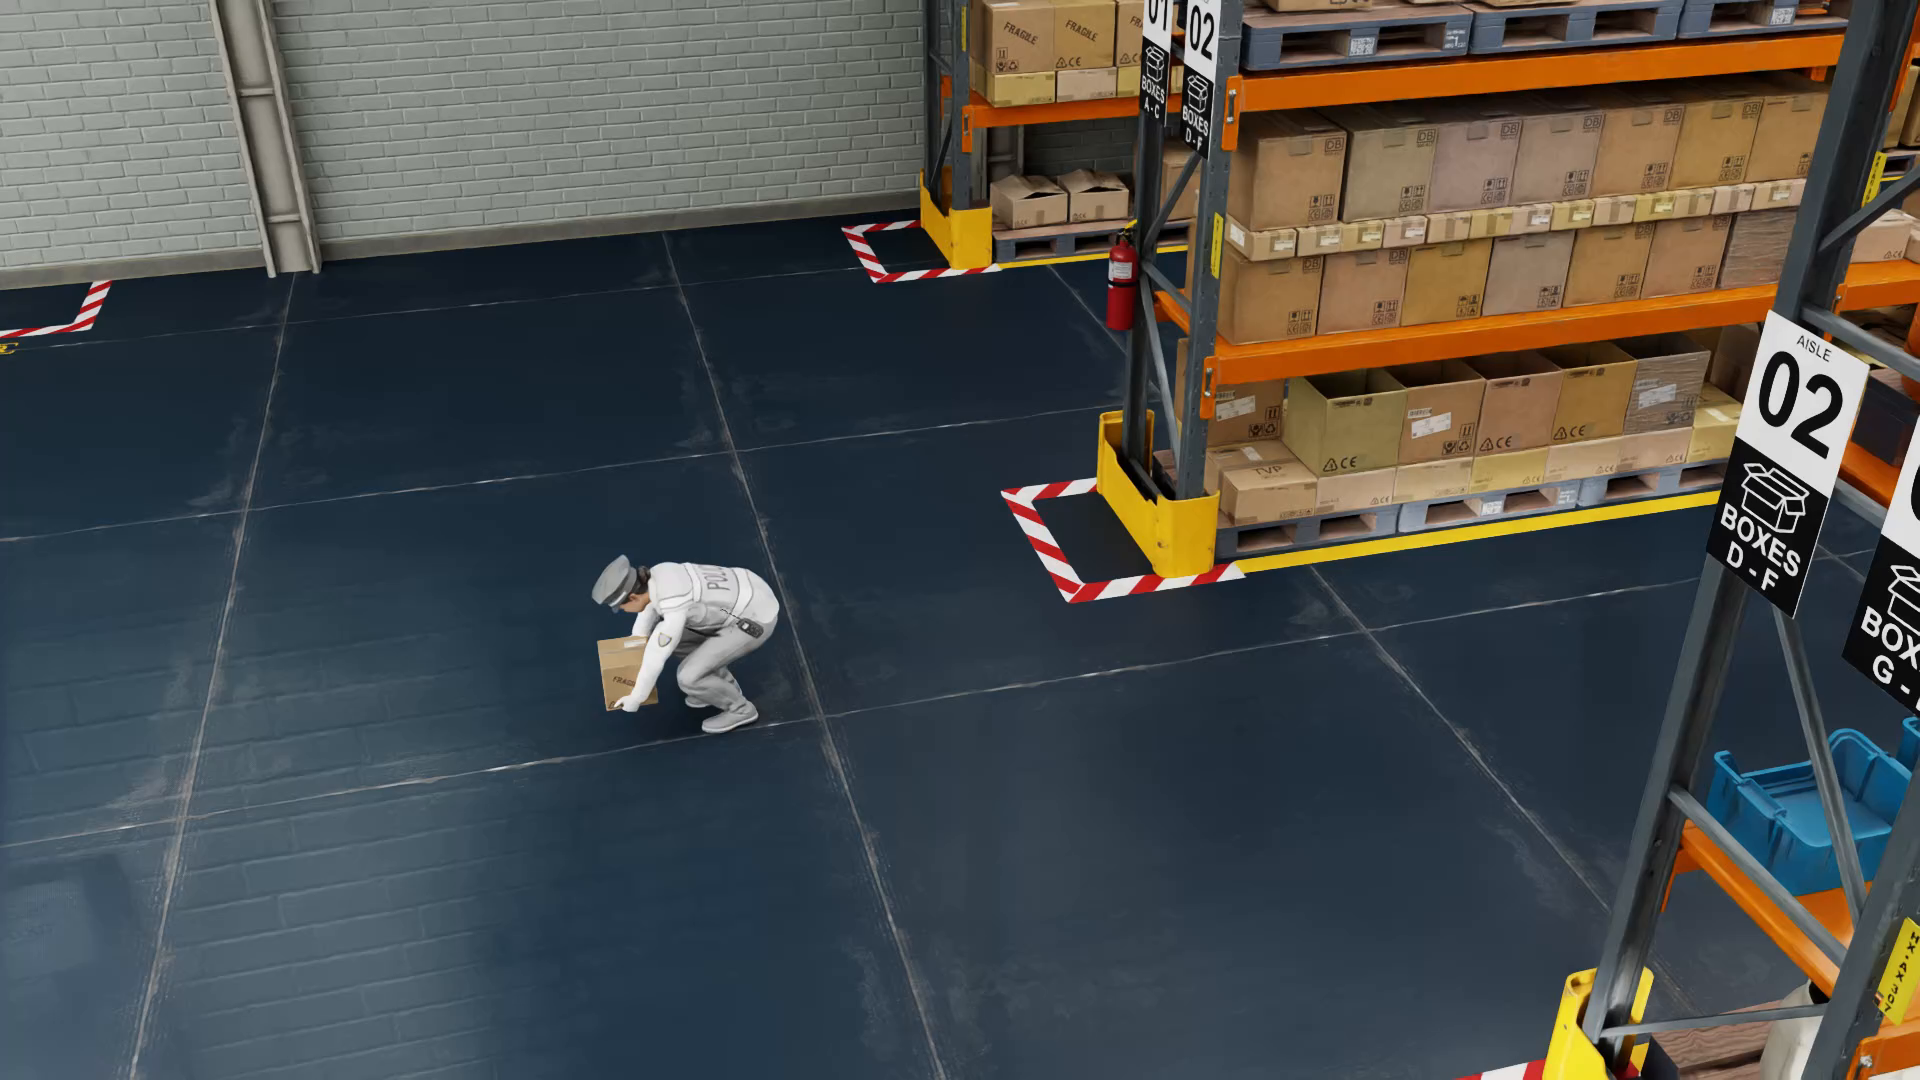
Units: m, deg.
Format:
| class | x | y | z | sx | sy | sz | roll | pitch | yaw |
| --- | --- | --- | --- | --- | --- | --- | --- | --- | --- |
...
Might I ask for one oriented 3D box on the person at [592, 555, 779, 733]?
| class | x | y | z | sx | sy | sz | roll | pitch | yaw |
| --- | --- | --- | --- | --- | --- | --- | --- | --- | --- |
| person | -1.319 | 0.468 | 8.118 | 0.883 | 0.982 | 0.454 | -9 | 32 | -15 |
